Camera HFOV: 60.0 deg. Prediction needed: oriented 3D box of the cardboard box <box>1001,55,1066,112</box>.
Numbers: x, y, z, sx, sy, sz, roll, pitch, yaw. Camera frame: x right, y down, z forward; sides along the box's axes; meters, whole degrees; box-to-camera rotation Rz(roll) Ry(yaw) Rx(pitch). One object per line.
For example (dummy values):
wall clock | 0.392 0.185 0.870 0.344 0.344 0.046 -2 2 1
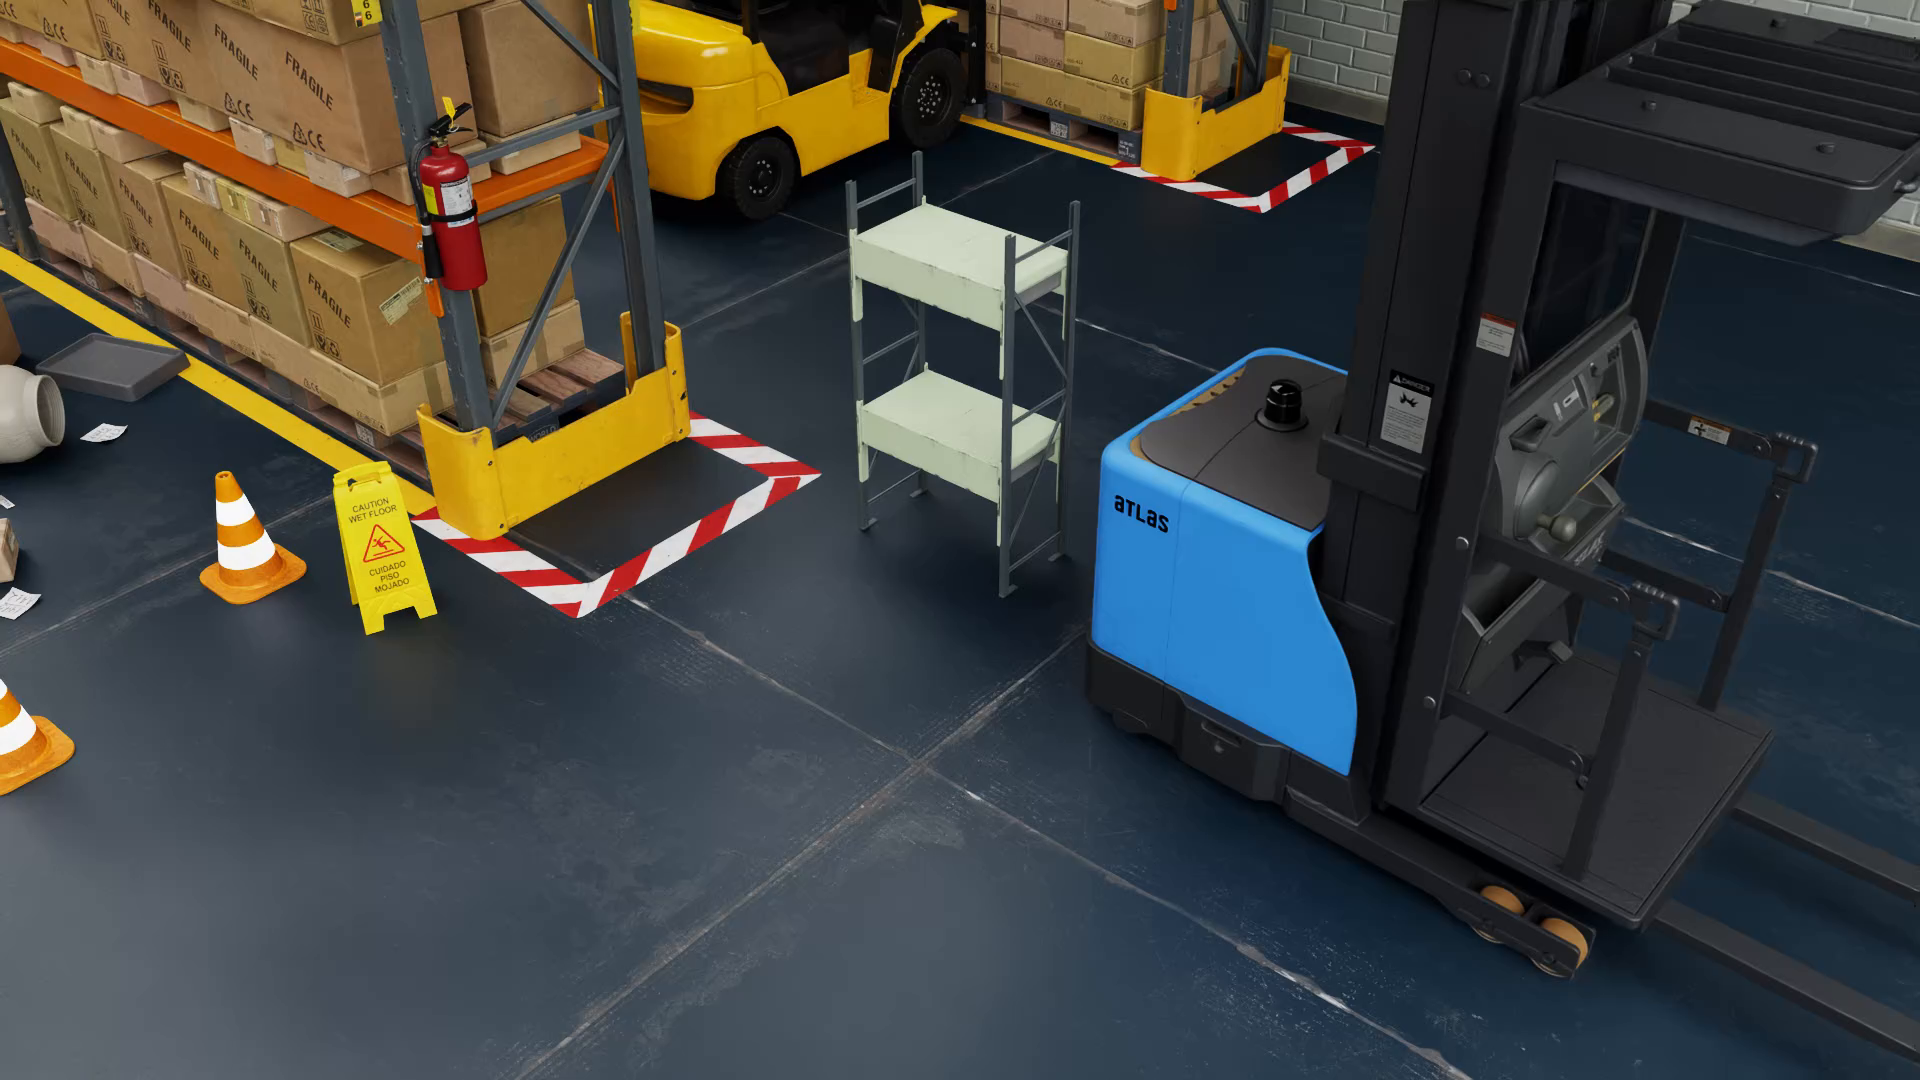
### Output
cardboard box | 0.607 -2.925 10.417 0.500 0.250 0.500 25 42 32

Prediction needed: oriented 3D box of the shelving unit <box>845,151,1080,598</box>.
shelving unit | 0.005 -0.616 6.322 0.755 1.500 0.431 25 42 32

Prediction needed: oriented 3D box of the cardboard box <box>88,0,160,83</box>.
cardboard box | -3.362 -2.306 7.107 0.500 0.500 0.500 26 42 32

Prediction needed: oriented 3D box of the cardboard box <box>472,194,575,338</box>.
cardboard box | -2.089 -1.277 7.355 0.500 0.500 0.500 24 41 30

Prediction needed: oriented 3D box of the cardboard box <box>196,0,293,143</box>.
cardboard box | -2.602 -1.931 6.561 0.500 0.500 0.500 25 42 32

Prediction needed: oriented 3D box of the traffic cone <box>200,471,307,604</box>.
traffic cone | -2.783 -0.056 6.423 0.334 0.463 0.336 25 42 32

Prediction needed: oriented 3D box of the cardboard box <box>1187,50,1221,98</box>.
cardboard box | 1.294 -2.971 10.484 0.500 0.250 0.500 25 42 32

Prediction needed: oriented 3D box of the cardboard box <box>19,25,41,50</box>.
cardboard box | -4.213 -2.447 7.886 0.250 0.149 0.380 25 42 32

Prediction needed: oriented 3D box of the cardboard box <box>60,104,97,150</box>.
cardboard box | -3.967 -1.984 7.812 0.250 0.149 0.380 27 43 33

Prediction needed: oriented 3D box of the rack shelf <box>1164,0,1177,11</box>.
rack shelf | 0.009 -4.096 10.700 4.000 0.370 1.077 25 42 32

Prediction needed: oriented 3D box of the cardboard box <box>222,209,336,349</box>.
cardboard box | -2.813 -1.220 7.273 0.500 0.500 0.500 27 43 33

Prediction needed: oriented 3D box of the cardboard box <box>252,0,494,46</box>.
cardboard box | -2.159 -2.173 6.031 0.500 0.500 0.700 24 41 31

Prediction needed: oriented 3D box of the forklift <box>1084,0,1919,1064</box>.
forklift | 1.872 -0.267 4.550 3.031 2.935 1.130 27 43 33

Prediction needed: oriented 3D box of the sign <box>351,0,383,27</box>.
sign | -1.997 -1.881 5.537 0.005 0.325 0.100 25 42 32

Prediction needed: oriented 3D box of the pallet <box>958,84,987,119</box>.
pallet | -0.002 -3.220 11.252 1.213 0.211 1.003 25 42 32

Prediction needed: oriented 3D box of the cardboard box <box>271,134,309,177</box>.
cardboard box | -2.500 -1.592 6.640 0.250 0.149 0.380 24 41 31

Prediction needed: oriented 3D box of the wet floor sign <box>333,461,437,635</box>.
wet floor sign | -2.166 -0.003 6.184 0.267 0.644 0.232 -18 38 -25

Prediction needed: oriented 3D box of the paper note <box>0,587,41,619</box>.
paper note | -3.627 0.240 6.373 0.142 0.019 0.148 12 36 16

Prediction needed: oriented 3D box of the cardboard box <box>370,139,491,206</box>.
cardboard box | -2.051 -1.446 6.428 0.250 0.149 0.380 27 43 33

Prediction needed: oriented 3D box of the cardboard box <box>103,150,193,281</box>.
cardboard box | -3.604 -1.596 7.821 0.500 0.500 0.500 28 43 34

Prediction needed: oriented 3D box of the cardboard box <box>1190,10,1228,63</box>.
cardboard box | 1.318 -3.175 10.339 0.500 0.250 0.500 26 42 33

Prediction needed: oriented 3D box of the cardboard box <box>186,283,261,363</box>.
cardboard box | -3.219 -1.101 7.761 0.500 0.250 0.500 24 41 30

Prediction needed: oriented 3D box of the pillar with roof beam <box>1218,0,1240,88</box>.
pillar with roof beam | -1.167 -4.913 5.954 0.400 9.000 9.100 25 42 32

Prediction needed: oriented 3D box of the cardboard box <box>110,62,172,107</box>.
cardboard box | -3.475 -2.052 7.311 0.250 0.149 0.380 25 42 32

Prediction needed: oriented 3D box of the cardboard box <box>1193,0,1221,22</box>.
cardboard box | 1.298 -3.377 10.192 0.500 0.250 0.500 25 41 31

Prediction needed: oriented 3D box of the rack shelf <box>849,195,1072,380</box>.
rack shelf | 0.005 -0.938 6.101 0.720 0.370 0.431 25 42 32

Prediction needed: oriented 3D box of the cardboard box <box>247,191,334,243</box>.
cardboard box | -2.735 -1.404 6.967 0.250 0.149 0.380 27 43 33

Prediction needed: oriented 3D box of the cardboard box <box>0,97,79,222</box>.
cardboard box | -4.420 -1.974 8.370 0.500 0.500 0.500 27 43 34

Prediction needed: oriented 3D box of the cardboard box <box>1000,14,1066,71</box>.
cardboard box | 0.593 -3.141 10.290 0.500 0.250 0.500 25 42 31

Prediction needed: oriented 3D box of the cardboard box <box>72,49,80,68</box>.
cardboard box | -3.820 -2.259 7.612 0.250 0.149 0.380 25 42 32

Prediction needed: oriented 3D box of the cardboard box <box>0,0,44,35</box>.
cardboard box | -4.141 -2.668 7.634 0.500 0.500 0.500 25 42 32

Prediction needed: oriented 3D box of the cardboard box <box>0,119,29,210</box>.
cardboard box | -5.106 -2.235 9.305 0.625 0.372 0.950 26 42 32

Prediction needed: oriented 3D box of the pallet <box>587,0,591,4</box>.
pallet | -2.119 -4.218 12.705 1.213 0.211 1.003 25 42 32

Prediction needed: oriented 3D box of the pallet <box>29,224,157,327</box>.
pallet | -4.162 -1.579 8.863 1.213 0.211 1.003 25 42 32

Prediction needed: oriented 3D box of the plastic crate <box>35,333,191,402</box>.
plastic crate | -4.019 -0.827 7.884 0.583 0.080 0.402 12 36 16

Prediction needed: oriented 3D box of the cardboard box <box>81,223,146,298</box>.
cardboard box | -4.003 -1.476 8.308 0.500 0.250 0.500 28 43 34

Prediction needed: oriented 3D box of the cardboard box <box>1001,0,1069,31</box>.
cardboard box | 0.596 -3.334 10.129 0.500 0.250 0.500 26 42 33

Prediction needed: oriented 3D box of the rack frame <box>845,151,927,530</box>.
rack frame | -0.276 -0.748 6.515 0.023 1.500 0.400 25 42 32

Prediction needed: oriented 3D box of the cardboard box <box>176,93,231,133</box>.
cardboard box | -3.079 -1.879 7.058 0.250 0.149 0.380 25 42 31

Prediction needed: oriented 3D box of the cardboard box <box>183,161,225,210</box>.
cardboard box | -3.127 -1.593 7.242 0.250 0.149 0.380 27 43 34

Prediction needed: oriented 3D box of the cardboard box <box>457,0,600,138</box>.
cardboard box | -1.813 -1.963 6.608 0.500 0.500 0.500 25 41 31

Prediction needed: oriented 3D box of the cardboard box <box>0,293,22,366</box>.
cardboard box | -4.748 -0.947 7.685 0.500 0.500 0.500 -6 35 -8

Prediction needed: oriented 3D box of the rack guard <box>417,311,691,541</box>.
rack guard | -1.685 -0.504 7.043 0.348 0.500 1.175 25 42 32

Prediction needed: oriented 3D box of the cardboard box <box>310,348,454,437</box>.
cardboard box | -2.439 -0.731 7.223 0.500 0.250 0.500 25 42 32

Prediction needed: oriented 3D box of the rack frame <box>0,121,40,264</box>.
rack frame | -4.701 -2.956 8.405 0.127 3.000 1.000 25 42 32

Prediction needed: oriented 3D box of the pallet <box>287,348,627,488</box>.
pallet | -2.287 -0.695 7.576 1.213 0.211 1.003 25 42 32
